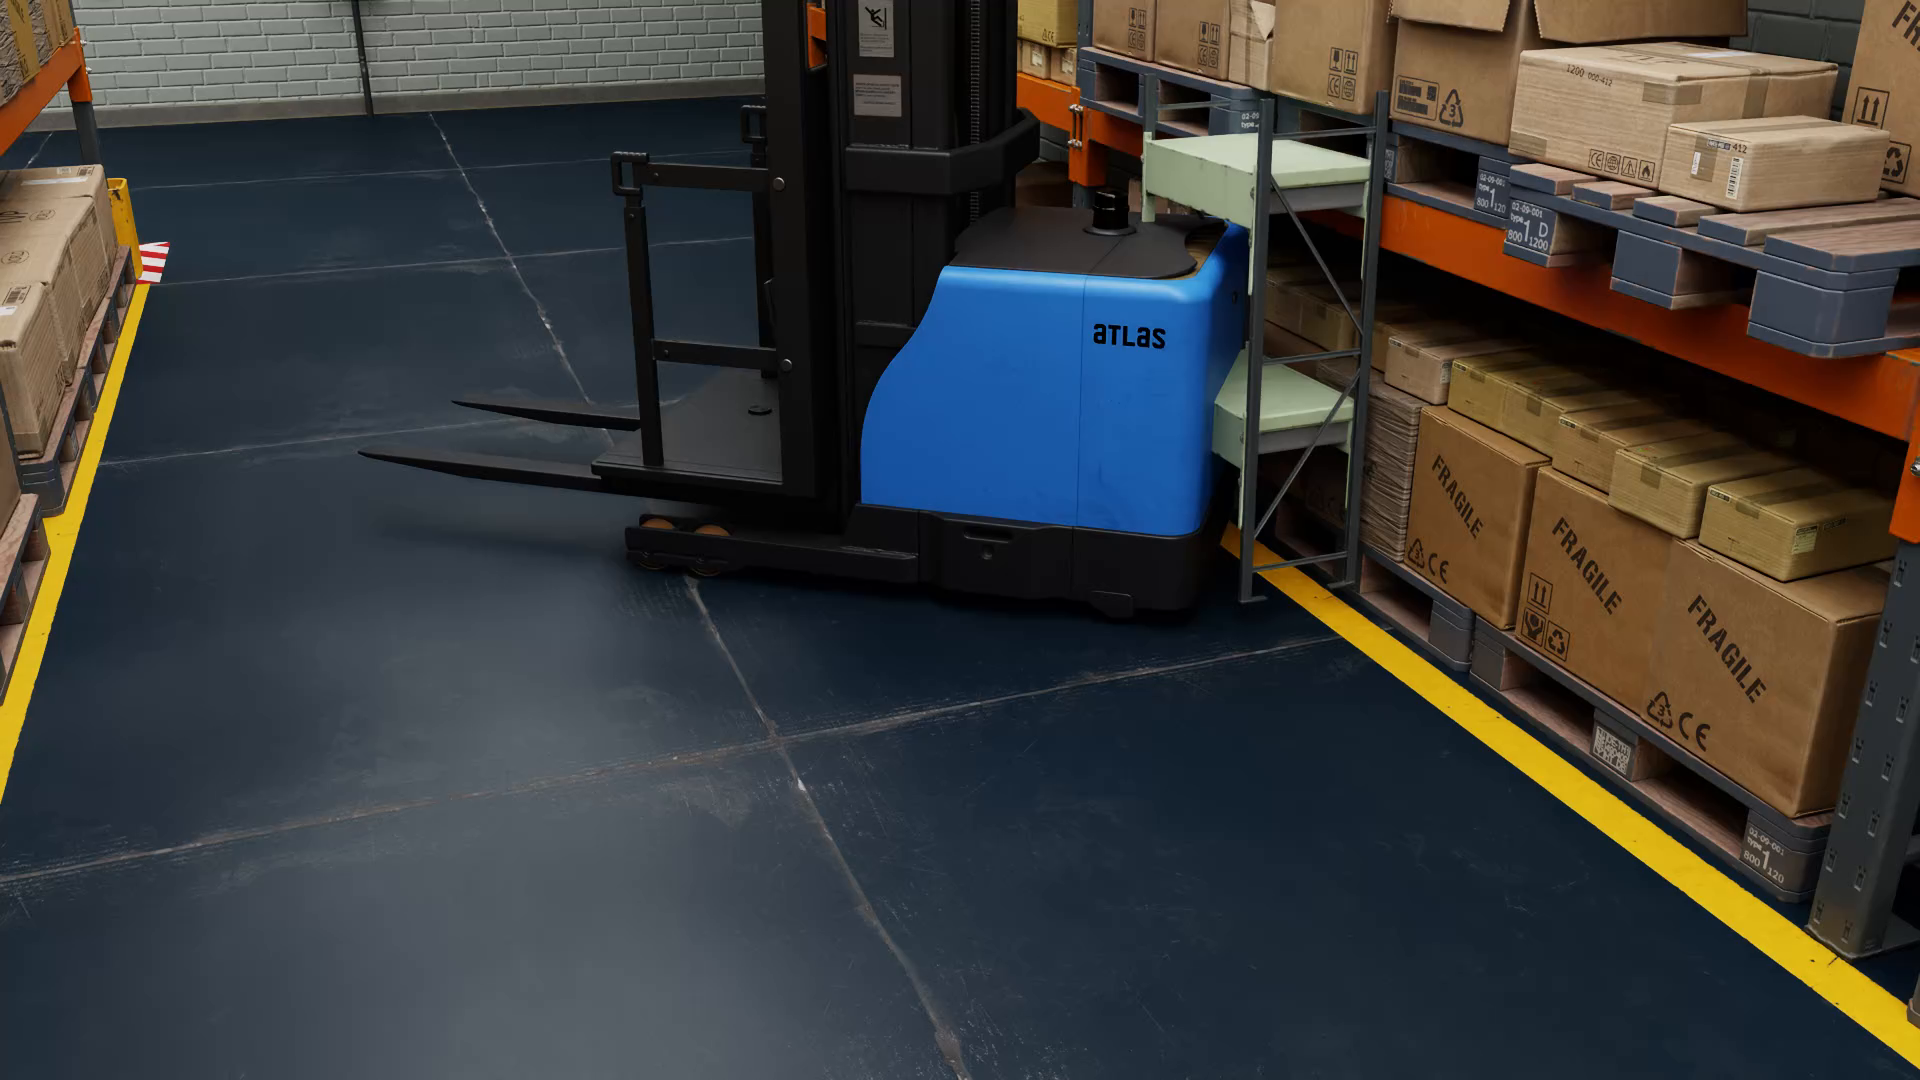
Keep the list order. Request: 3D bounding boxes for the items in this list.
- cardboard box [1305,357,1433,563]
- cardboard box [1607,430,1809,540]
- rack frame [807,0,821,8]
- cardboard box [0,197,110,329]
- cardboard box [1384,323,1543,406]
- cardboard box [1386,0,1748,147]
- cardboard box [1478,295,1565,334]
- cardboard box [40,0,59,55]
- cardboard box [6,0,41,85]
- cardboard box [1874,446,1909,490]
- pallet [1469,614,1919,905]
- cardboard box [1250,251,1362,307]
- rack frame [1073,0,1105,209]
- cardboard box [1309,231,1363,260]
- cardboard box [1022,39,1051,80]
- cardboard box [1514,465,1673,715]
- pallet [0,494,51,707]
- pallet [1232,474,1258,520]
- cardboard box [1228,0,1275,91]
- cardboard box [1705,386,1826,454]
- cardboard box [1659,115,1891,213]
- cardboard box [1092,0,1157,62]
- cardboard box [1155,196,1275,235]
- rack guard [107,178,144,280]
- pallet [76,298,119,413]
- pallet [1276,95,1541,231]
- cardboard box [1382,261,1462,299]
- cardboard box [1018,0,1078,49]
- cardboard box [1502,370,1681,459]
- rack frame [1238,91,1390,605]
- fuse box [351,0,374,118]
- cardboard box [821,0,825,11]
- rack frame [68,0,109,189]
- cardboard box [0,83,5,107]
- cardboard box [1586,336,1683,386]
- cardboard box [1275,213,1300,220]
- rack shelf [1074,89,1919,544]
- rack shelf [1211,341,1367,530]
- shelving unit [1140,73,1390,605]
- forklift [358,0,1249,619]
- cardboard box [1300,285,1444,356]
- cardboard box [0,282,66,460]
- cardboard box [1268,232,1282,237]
[{"bbox_3d":[1.456,-0.284,5.241,0.500,0.500,0.500,-9,25,-21],"label":"cardboard box"},{"bbox_3d":[1.825,-0.140,4.062,0.380,0.149,0.250,-10,25,-22],"label":"cardboard box"},{"bbox_3d":[-0.465,-3.466,10.112,1.000,3.000,0.127,-8,24,-19],"label":"rack frame"},{"bbox_3d":[-4.449,-1.239,7.586,0.875,0.438,0.875,-8,24,-18],"label":"cardboard box"},{"bbox_3d":[1.508,-0.530,4.989,0.380,0.149,0.250,-10,25,-22],"label":"cardboard box"},{"bbox_3d":[1.612,-1.368,4.461,0.797,0.503,0.637,-9,24,-20],"label":"cardboard box"},{"bbox_3d":[1.906,-0.699,5.388,0.380,0.149,0.250,-9,25,-21],"label":"cardboard box"},{"bbox_3d":[-4.526,-2.507,7.706,0.500,0.500,0.500,-9,24,-20],"label":"cardboard box"},{"bbox_3d":[-4.140,-2.135,6.825,0.500,0.500,0.500,-8,24,-17],"label":"cardboard box"},{"bbox_3d":[2.469,-0.132,4.044,0.380,0.149,0.250,-7,24,-16],"label":"cardboard box"},{"bbox_3d":[2.133,0.449,4.413,1.003,0.211,1.213,-8,24,-19],"label":"pallet"},{"bbox_3d":[1.207,-0.907,5.883,0.380,0.149,0.250,-9,24,-20],"label":"cardboard box"},{"bbox_3d":[0.948,-2.013,6.664,1.000,3.000,0.127,-8,24,-19],"label":"rack frame"},{"bbox_3d":[1.540,-1.077,6.286,0.380,0.149,0.250,-8,24,-18],"label":"cardboard box"},{"bbox_3d":[0.487,-2.070,7.122,0.380,0.149,0.250,-8,24,-18],"label":"cardboard box"},{"bbox_3d":[1.844,0.091,4.349,0.500,0.500,0.500,-9,24,-20],"label":"cardboard box"},{"bbox_3d":[-3.351,0.225,4.945,1.003,0.211,1.213,-8,24,-19],"label":"pallet"},{"bbox_3d":[1.271,-0.437,6.516,1.003,0.211,1.213,-8,24,-19],"label":"pallet"},{"bbox_3d":[1.080,-1.587,5.286,0.396,0.266,0.258,-7,24,-16],"label":"cardboard box"},{"bbox_3d":[2.237,-0.312,4.470,0.380,0.149,0.250,-8,24,-18],"label":"cardboard box"},{"bbox_3d":[1.770,-0.823,3.624,0.380,0.149,0.250,-8,24,-18],"label":"cardboard box"},{"bbox_3d":[0.910,-2.046,6.073,0.700,0.500,0.500,-8,24,-18],"label":"cardboard box"},{"bbox_3d":[0.963,-1.236,6.280,0.380,0.149,0.250,-10,25,-22],"label":"cardboard box"},{"bbox_3d":[-5.116,-1.641,8.999,1.175,0.500,0.348,-8,24,-19],"label":"rack guard"},{"bbox_3d":[-4.324,-0.776,7.321,1.003,0.211,1.213,-8,24,-19],"label":"pallet"},{"bbox_3d":[1.670,-1.177,4.928,1.003,0.211,1.213,-8,24,-19],"label":"pallet"},{"bbox_3d":[1.702,-0.880,5.819,0.380,0.149,0.250,-8,24,-18],"label":"cardboard box"},{"bbox_3d":[0.540,-2.232,6.995,0.500,0.250,0.500,-8,24,-18],"label":"cardboard box"},{"bbox_3d":[1.722,-0.344,4.545,0.380,0.149,0.250,-8,24,-17],"label":"cardboard box"},{"bbox_3d":[1.027,-0.532,4.872,0.400,1.500,0.023,-9,23,-18],"label":"rack frame"},{"bbox_3d":[-5.104,-4.471,14.155,0.539,1.711,0.414,-8,24,-19],"label":"fuse box"},{"bbox_3d":[-0.605,-3.193,9.788,0.380,0.149,0.250,-9,24,-19],"label":"cardboard box"},{"bbox_3d":[-5.107,-2.784,8.493,1.000,3.000,0.127,-8,24,-19],"label":"rack frame"},{"bbox_3d":[-3.789,-1.766,5.950,0.500,0.500,0.500,-8,24,-19],"label":"cardboard box"},{"bbox_3d":[2.090,-0.512,4.944,0.380,0.149,0.250,-9,24,-20],"label":"cardboard box"},{"bbox_3d":[1.348,-1.259,6.718,0.380,0.149,0.250,-9,25,-21],"label":"cardboard box"},{"bbox_3d":[1.655,-0.955,5.079,1.077,0.370,4.000,-8,24,-19],"label":"rack shelf"},{"bbox_3d":[0.911,-0.354,5.314,0.431,0.370,0.720,-9,23,-18],"label":"rack shelf"},{"bbox_3d":[0.904,-0.657,5.194,0.431,1.500,0.755,-9,23,-18],"label":"shelving unit"},{"bbox_3d":[-0.602,-1.419,5.343,3.031,2.935,1.130,6,24,15],"label":"forklift"},{"bbox_3d":[1.346,-0.721,5.440,0.380,0.149,0.250,-7,24,-17],"label":"cardboard box"},{"bbox_3d":[-3.815,-0.586,6.037,0.875,0.438,0.875,-9,24,-20],"label":"cardboard box"},{"bbox_3d":[0.996,-1.097,6.332,0.380,0.149,0.250,-9,24,-20],"label":"cardboard box"}]
